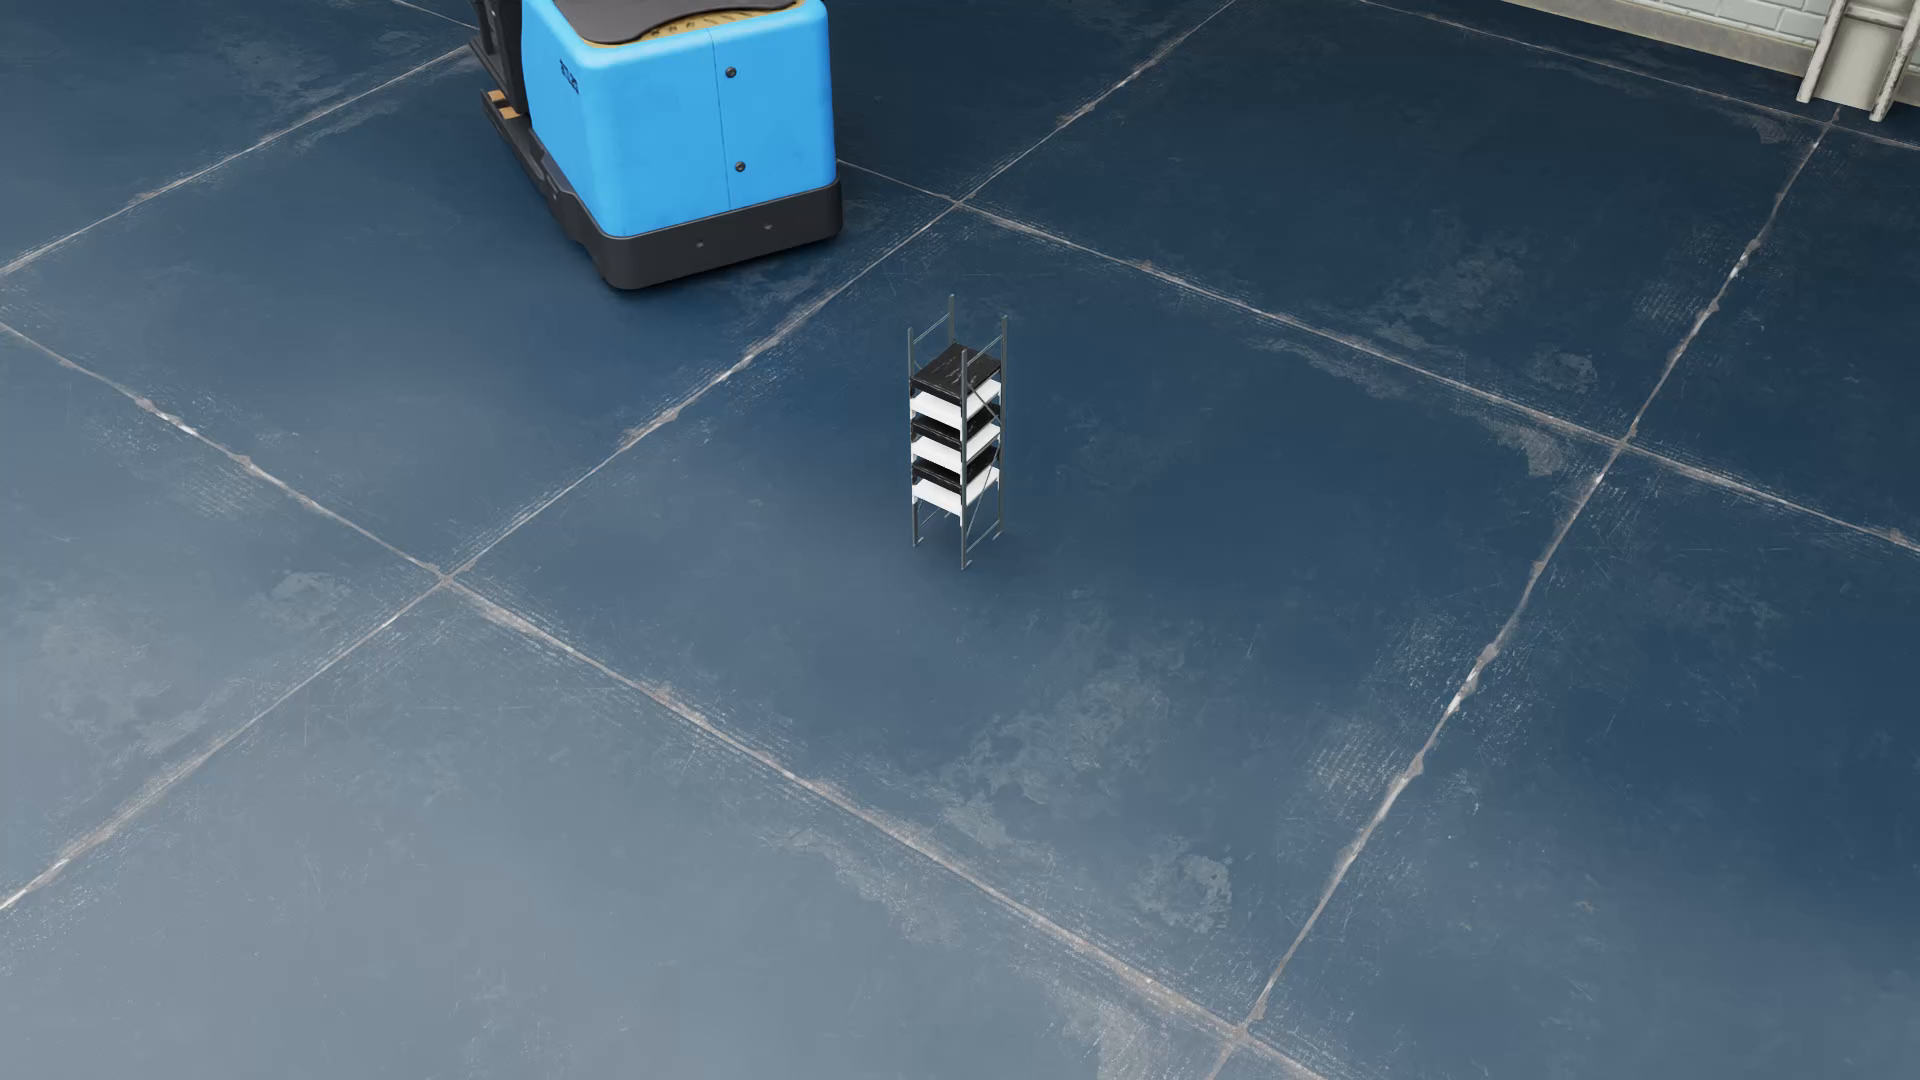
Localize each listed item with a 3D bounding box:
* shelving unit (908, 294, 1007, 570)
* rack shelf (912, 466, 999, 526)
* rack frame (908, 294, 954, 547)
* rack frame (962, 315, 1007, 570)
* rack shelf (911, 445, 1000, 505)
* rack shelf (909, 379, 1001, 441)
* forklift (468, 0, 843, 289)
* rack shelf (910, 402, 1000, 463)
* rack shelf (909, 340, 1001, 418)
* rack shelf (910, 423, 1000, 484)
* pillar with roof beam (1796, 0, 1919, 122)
[{"bbox_3d":[-0.007,-0.338,5.453,0.210,0.900,0.258,25,48,25],"label":"shelving unit"},{"bbox_3d":[-0.007,-0.179,5.596,0.200,0.077,0.258,25,48,25],"label":"rack shelf"},{"bbox_3d":[-0.090,-0.377,5.497,0.006,0.900,0.240,25,48,25],"label":"rack frame"},{"bbox_3d":[0.077,-0.300,5.410,0.006,0.900,0.240,25,48,25],"label":"rack frame"},{"bbox_3d":[-0.007,-0.247,5.536,0.200,0.077,0.258,25,48,25],"label":"rack shelf"},{"bbox_3d":[-0.007,-0.448,5.356,0.200,0.077,0.258,25,48,25],"label":"rack shelf"},{"bbox_3d":[-1.631,-3.092,7.007,1.130,2.935,3.031,-19,45,-20],"label":"forklift"},{"bbox_3d":[-0.007,-0.381,5.416,0.200,0.077,0.258,25,48,25],"label":"rack shelf"},{"bbox_3d":[-0.007,-0.515,5.296,0.200,0.077,0.258,25,48,25],"label":"rack shelf"},{"bbox_3d":[-0.007,-0.314,5.476,0.200,0.077,0.258,25,48,25],"label":"rack shelf"},{"bbox_3d":[1.881,-3.171,2.546,0.400,9.000,9.100,25,48,25],"label":"pillar with roof beam"}]
